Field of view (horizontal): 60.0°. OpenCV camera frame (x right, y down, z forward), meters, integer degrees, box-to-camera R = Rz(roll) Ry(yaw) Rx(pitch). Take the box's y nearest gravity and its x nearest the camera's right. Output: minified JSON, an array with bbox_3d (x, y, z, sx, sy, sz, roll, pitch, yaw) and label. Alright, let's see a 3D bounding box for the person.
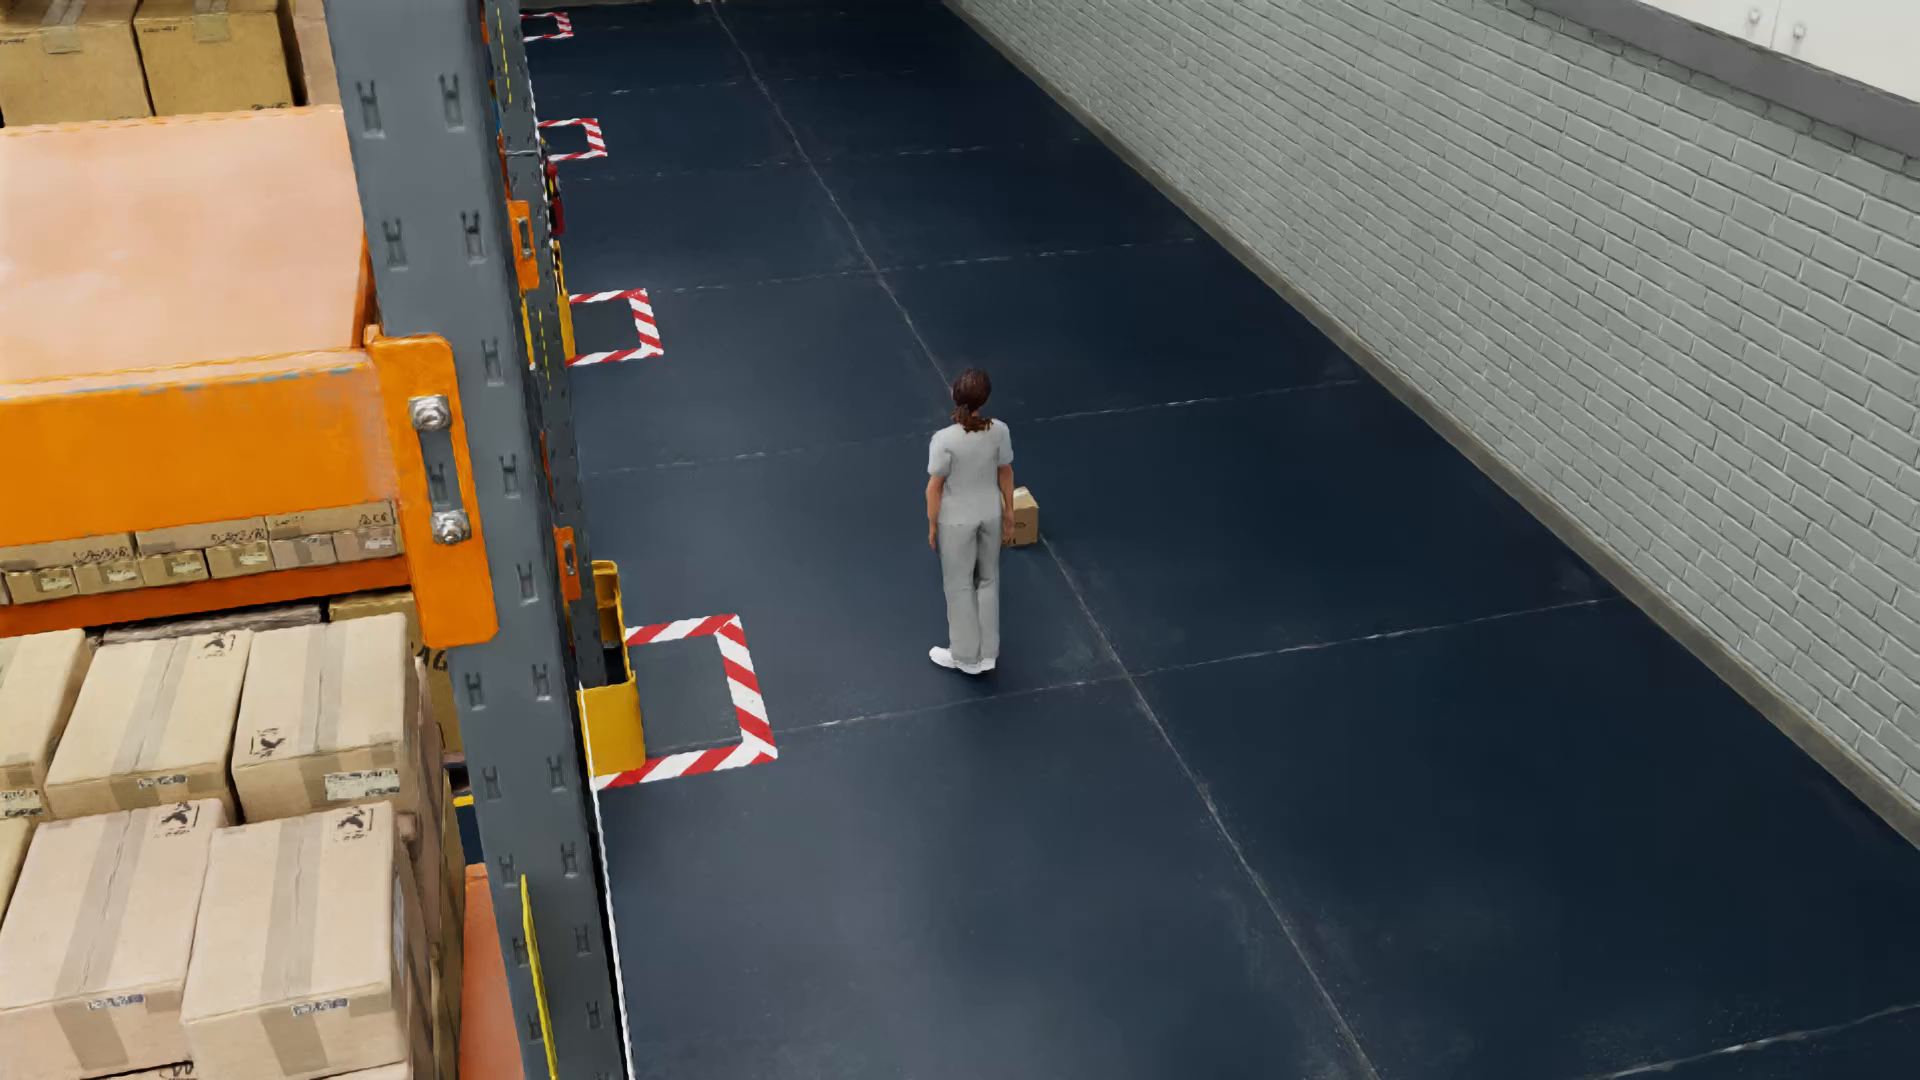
[{"bbox_3d":[0.055,-0.080,8.378,0.475,1.656,0.360,-14,33,-22],"label":"person"}]
